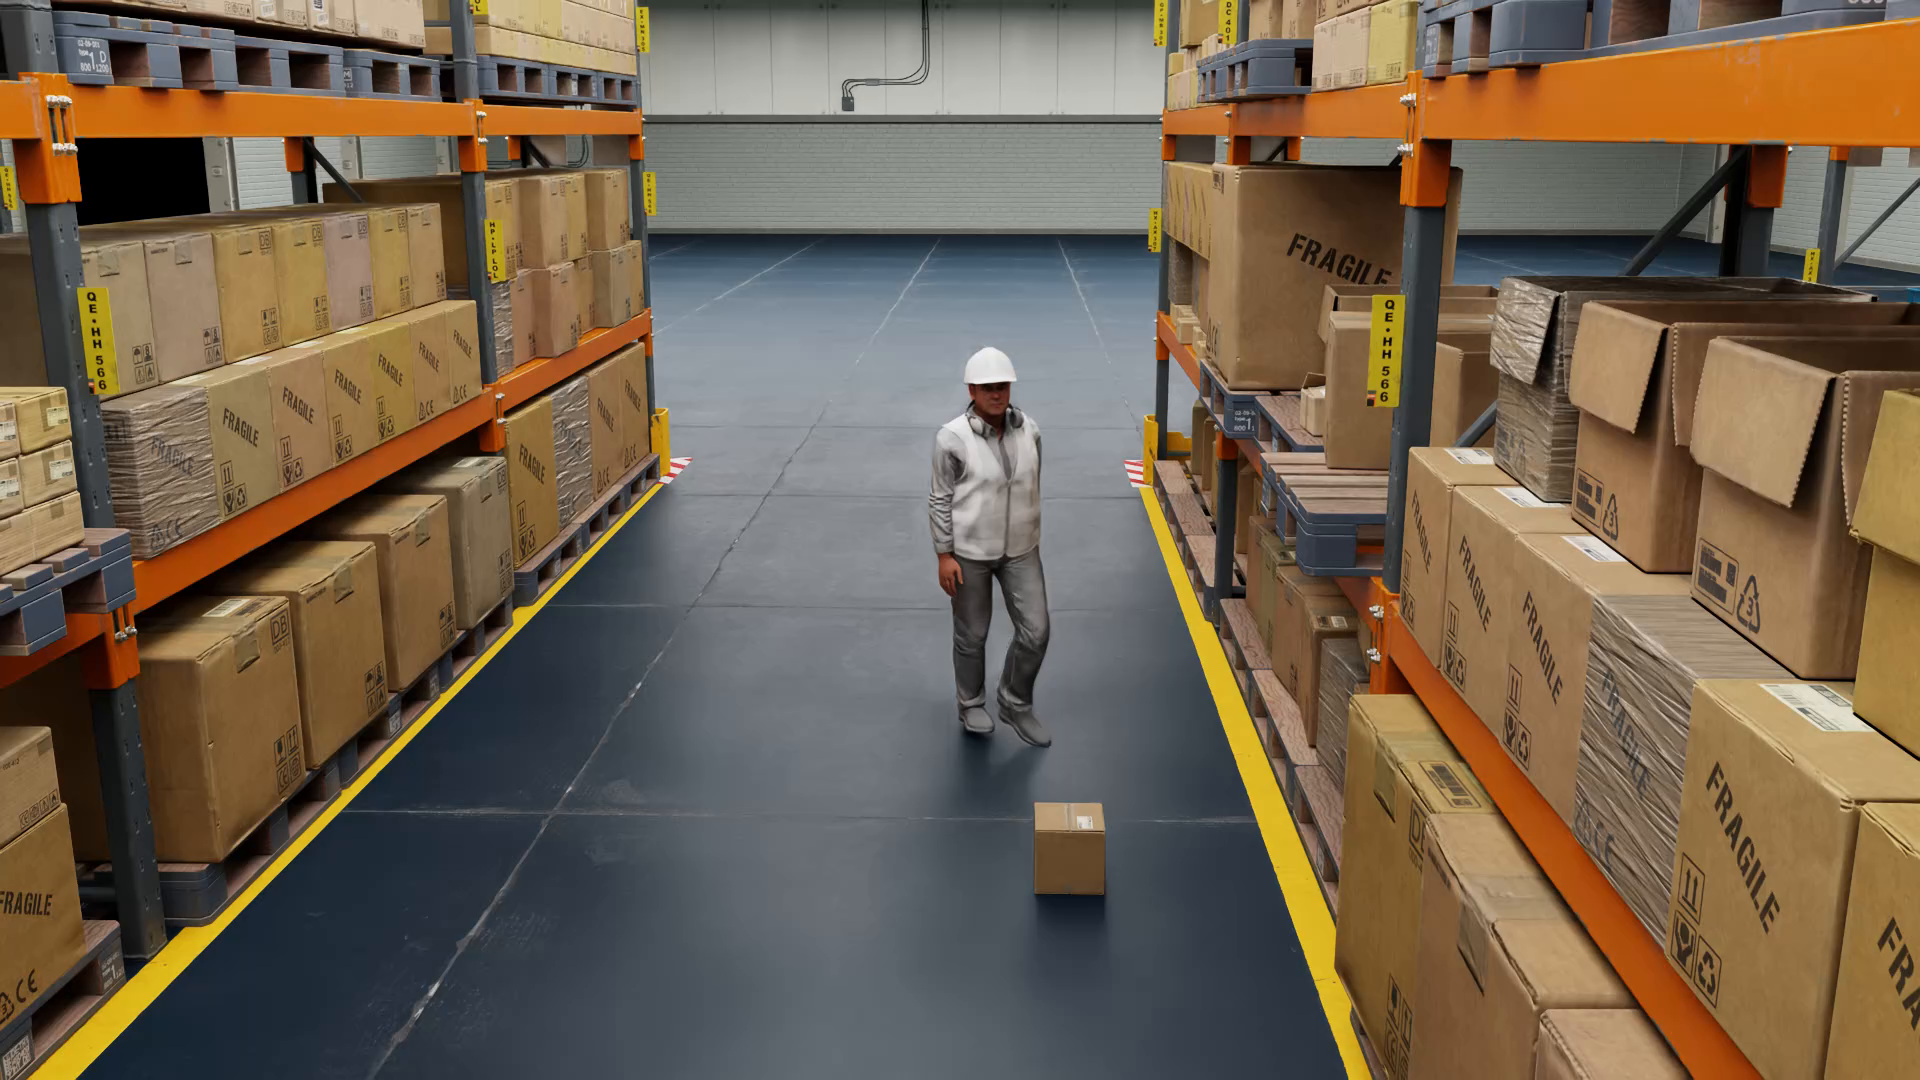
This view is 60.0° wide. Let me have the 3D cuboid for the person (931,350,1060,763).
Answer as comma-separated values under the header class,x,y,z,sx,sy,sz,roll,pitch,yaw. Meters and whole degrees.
class,x,y,z,sx,sy,sz,roll,pitch,yaw
person,0.126,0.065,7.240,0.563,1.810,0.631,-5,15,-18
